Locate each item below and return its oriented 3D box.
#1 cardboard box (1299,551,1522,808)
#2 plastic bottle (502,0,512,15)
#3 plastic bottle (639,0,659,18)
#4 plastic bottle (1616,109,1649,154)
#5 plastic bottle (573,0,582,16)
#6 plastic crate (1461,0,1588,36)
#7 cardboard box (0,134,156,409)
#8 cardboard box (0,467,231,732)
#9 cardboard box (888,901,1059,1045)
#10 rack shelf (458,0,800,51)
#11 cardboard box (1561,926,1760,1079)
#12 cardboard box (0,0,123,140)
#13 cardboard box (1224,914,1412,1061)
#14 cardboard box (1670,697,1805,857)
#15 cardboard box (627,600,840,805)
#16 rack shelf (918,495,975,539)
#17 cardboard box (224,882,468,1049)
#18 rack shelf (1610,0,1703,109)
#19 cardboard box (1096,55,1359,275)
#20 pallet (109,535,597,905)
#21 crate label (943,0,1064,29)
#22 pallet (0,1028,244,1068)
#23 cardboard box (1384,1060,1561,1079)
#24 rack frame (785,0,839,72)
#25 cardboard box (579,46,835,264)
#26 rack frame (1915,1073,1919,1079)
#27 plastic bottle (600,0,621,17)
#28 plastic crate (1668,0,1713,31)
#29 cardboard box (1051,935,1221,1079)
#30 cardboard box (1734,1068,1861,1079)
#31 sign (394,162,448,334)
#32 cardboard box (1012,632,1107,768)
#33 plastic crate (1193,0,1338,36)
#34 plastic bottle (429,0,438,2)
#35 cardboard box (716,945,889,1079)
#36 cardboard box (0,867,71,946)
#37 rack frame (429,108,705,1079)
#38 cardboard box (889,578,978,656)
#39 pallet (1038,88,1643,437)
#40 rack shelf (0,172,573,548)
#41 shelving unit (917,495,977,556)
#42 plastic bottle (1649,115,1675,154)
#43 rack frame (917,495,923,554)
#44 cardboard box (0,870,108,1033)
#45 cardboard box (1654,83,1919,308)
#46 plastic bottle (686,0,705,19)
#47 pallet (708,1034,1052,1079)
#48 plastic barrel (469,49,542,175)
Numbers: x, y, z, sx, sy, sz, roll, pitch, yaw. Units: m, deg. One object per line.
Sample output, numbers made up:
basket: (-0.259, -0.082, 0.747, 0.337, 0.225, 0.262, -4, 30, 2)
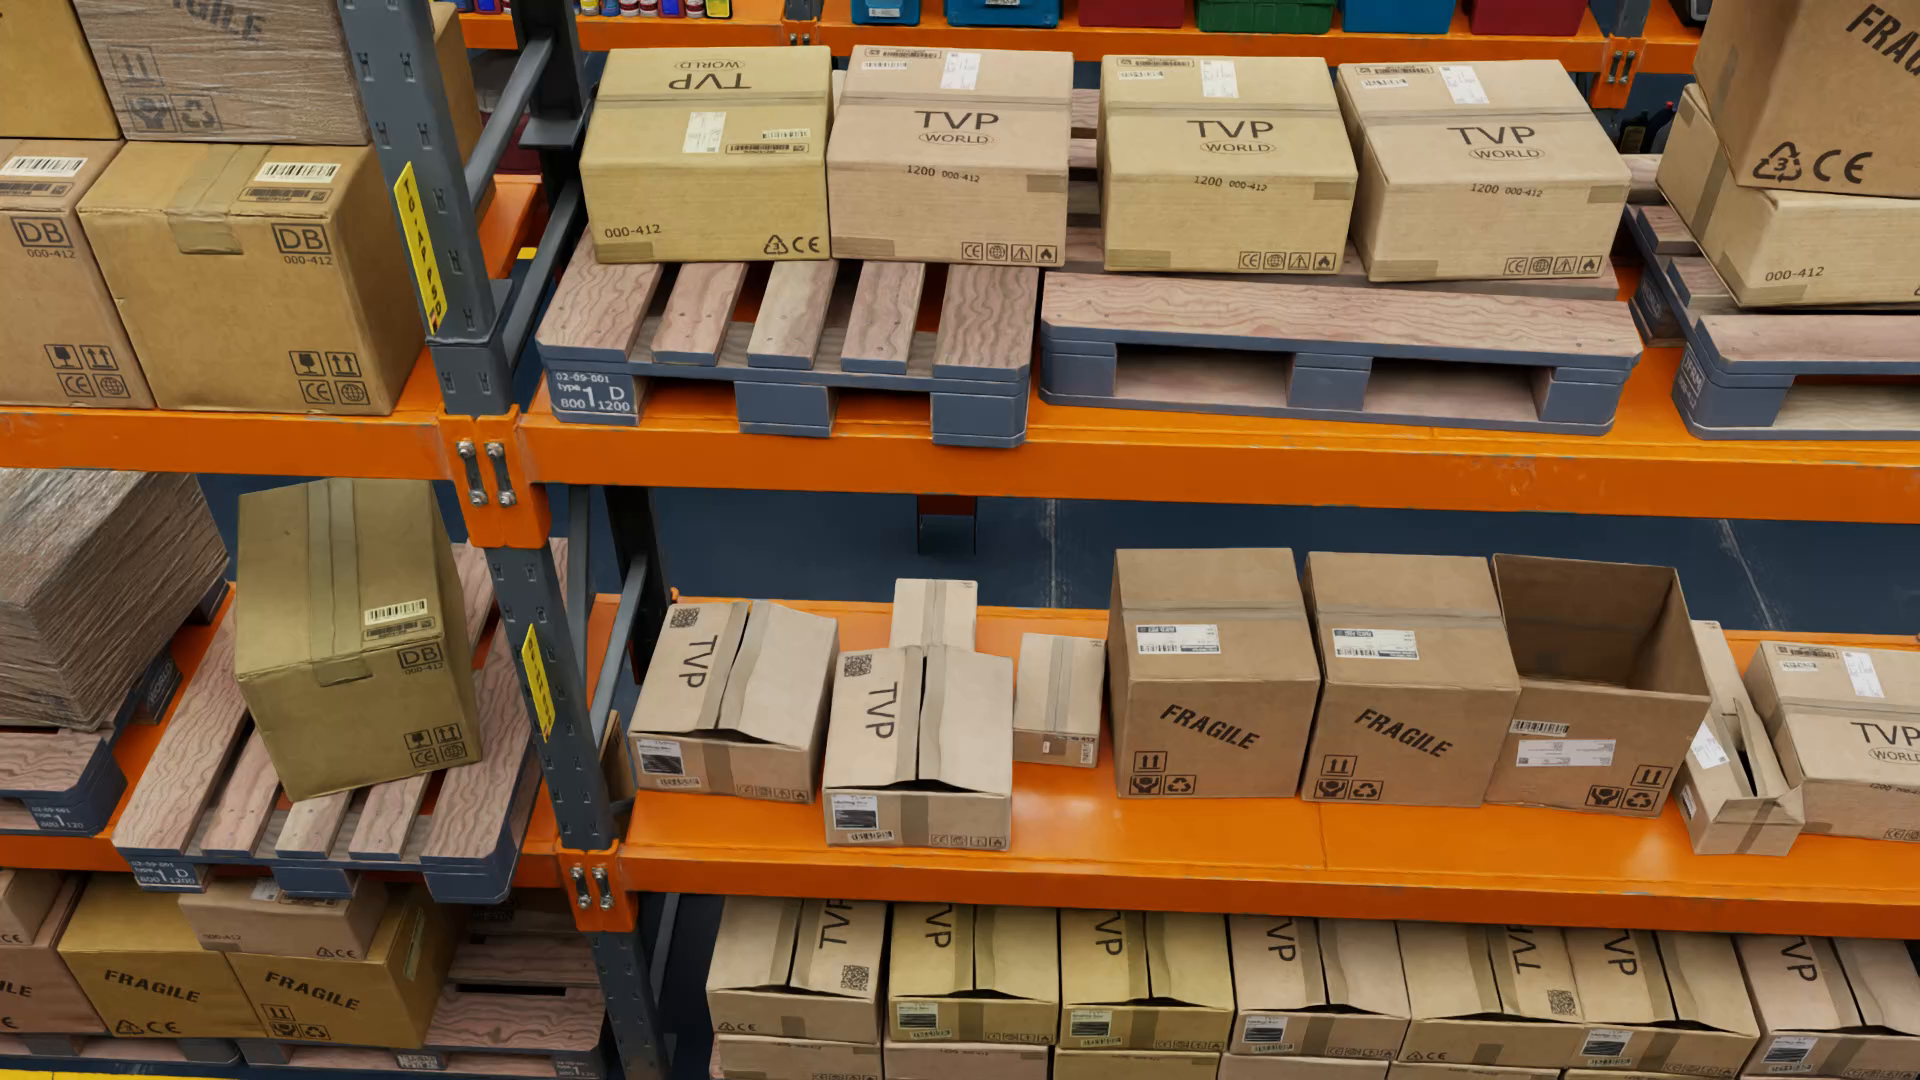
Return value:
cardboard box: (1.213, 0.388, 4.645, 0.500, 0.500, 0.500, 2, 43, 2)
plastic bottle: (-2.213, -2.698, 8.176, 0.097, 0.201, 0.097, 0, 43, 0)
plastic bottle: (-1.532, -2.677, 8.154, 0.097, 0.201, 0.097, 0, 43, 0)
plastic bottle: (3.728, -2.259, 9.229, 0.133, 0.283, 0.061, 4, 43, 4)
plastic bottle: (-1.921, -2.714, 8.143, 0.097, 0.271, 0.097, 0, 43, 0)
plastic crate: (2.735, -2.712, 7.999, 0.583, 0.464, 0.402, 2, 43, 2)
cardboard box: (-1.937, -0.772, 3.690, 0.500, 0.500, 0.910, 2, 43, 2)
cardboard box: (-2.530, 0.077, 4.670, 0.500, 0.500, 0.700, 9, 44, 10)
cardboard box: (0.045, 1.242, 5.099, 0.500, 0.311, 0.500, 1, 43, 1)
rack shelf: (-2.761, -2.803, 8.671, 4.000, 0.370, 1.077, 2, 43, 2)
cardboard box: (2.068, 1.309, 5.027, 0.500, 0.311, 0.500, 3, 43, 3)
cardboard box: (-1.935, -1.165, 3.378, 0.500, 0.500, 0.500, 2, 43, 2)
cardboard box: (1.068, 1.275, 5.064, 0.500, 0.311, 0.500, 1, 43, 1)
cardboard box: (2.119, 0.638, 4.548, 0.258, 0.266, 0.396, 1, 43, 1)
cardboard box: (-0.629, 0.442, 4.726, 0.500, 0.311, 0.500, 4, 43, 5)
rack shelf: (-0.053, -0.175, 7.176, 0.240, 0.259, 0.215, 2, 43, 2)
cardboard box: (-1.935, 1.253, 5.301, 0.500, 0.500, 0.500, 3, 43, 4)
rack shelf: (5.230, -2.557, 8.408, 4.000, 0.370, 1.077, 2, 43, 2)
cardboard box: (0.561, -0.823, 3.620, 0.500, 0.250, 0.500, 1, 43, 1)
pallet: (-1.671, 0.465, 4.776, 1.003, 0.211, 1.213, 2, 43, 2)
crate label: (0.217, -2.803, 8.118, 0.616, 0.435, 0.502, 2, 43, 2)
pallet: (-2.950, 1.301, 5.784, 1.213, 0.211, 1.003, 2, 43, 2)
cardboard box: (1.562, 1.496, 5.238, 0.500, 0.250, 0.500, 3, 43, 3)
rack frame: (-0.763, -3.005, 8.360, 0.127, 3.000, 1.000, 2, 43, 2)
cardboard box: (-0.535, -0.853, 3.651, 0.500, 0.250, 0.500, -1, 43, -1)
rack frame: (3.006, 0.491, 4.608, 0.127, 3.000, 1.000, 2, 43, 2)
plastic bottle: (-1.726, -2.708, 8.137, 0.097, 0.271, 0.097, 0, 43, 0)
plastic crate: (3.750, -2.756, 8.139, 0.504, 0.338, 0.767, 2, 43, 2)
cardboard box: (0.541, 1.463, 5.273, 0.500, 0.250, 0.500, 1, 43, 1)
cardboard box: (2.578, 1.528, 5.204, 0.500, 0.250, 0.500, 1, 43, 1)
sign: (-1.017, -0.549, 3.144, 0.005, 0.325, 0.100, 2, 43, 2)
cardboard box: (0.286, 0.461, 4.824, 0.250, 0.149, 0.380, 5, 43, 5)
plastic crate: (1.480, -2.665, 8.152, 0.662, 0.188, 0.450, 2, 43, 2)
plastic bottle: (-2.647, -2.729, 8.149, 0.133, 0.283, 0.061, 2, 43, 2)
cardboard box: (-0.480, 1.437, 5.302, 0.500, 0.250, 0.500, 2, 43, 2)
cardboard box: (-3.014, 0.951, 5.075, 0.500, 0.250, 0.500, 1, 43, 1)
rack frame: (-0.990, 0.368, 4.739, 0.127, 3.000, 1.000, 2, 43, 2)
cardboard box: (-0.079, 0.300, 4.997, 0.250, 0.149, 0.380, 2, 43, 2)
pallet: (0.809, -0.668, 3.790, 1.213, 0.211, 1.003, 4, 43, 4)
rack shelf: (-2.988, -0.527, 4.028, 4.000, 0.370, 1.077, 2, 43, 2)
shelving unit: (-0.053, -0.386, 6.979, 0.252, 1.050, 0.215, 2, 43, 2)
plastic bottle: (3.882, -2.152, 9.065, 0.185, 0.351, 0.144, 2, 43, 2)
rack frame: (-0.175, -0.390, 6.983, 0.008, 1.050, 0.200, 2, 43, 2)
cardboard box: (-2.977, 1.225, 5.331, 0.500, 0.500, 0.500, 0, 43, 0)
cardboard box: (1.842, -0.746, 3.537, 0.500, 0.250, 0.500, -2, 43, -2)
plastic bottle: (-1.301, -2.670, 8.146, 0.097, 0.201, 0.097, 0, 43, 0)
pallet: (-0.170, 1.440, 5.634, 1.213, 0.211, 1.003, 2, 43, 2)
plastic barrel: (-2.381, -2.314, 9.080, 0.708, 0.588, 0.600, 2, 43, 2)
